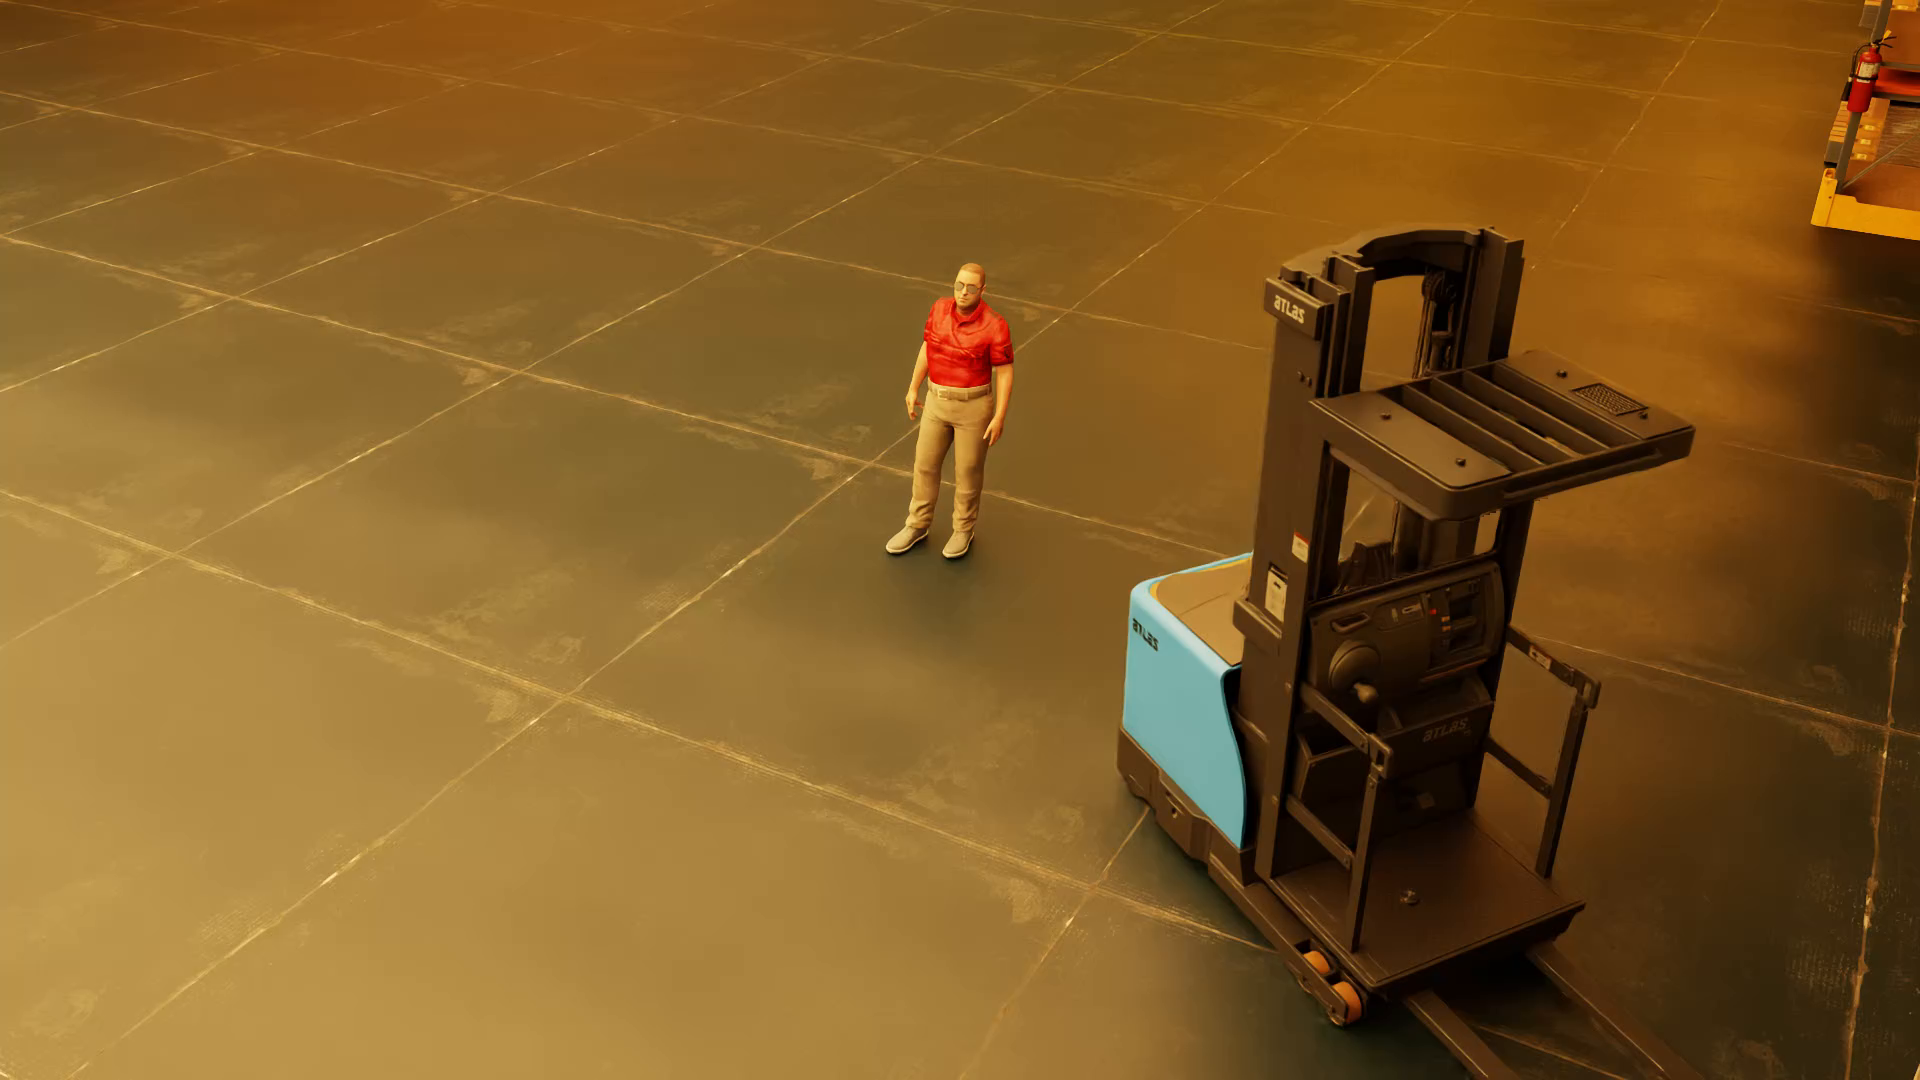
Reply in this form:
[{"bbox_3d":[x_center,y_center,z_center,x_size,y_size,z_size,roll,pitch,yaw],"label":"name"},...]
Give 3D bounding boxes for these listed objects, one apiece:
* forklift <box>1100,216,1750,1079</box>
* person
[{"bbox_3d":[1.857,0.370,6.430,1.130,2.935,3.031,-16,34,-26],"label":"forklift"},{"bbox_3d":[-0.054,-0.719,9.504,0.640,1.728,0.551,15,33,25],"label":"person"}]
